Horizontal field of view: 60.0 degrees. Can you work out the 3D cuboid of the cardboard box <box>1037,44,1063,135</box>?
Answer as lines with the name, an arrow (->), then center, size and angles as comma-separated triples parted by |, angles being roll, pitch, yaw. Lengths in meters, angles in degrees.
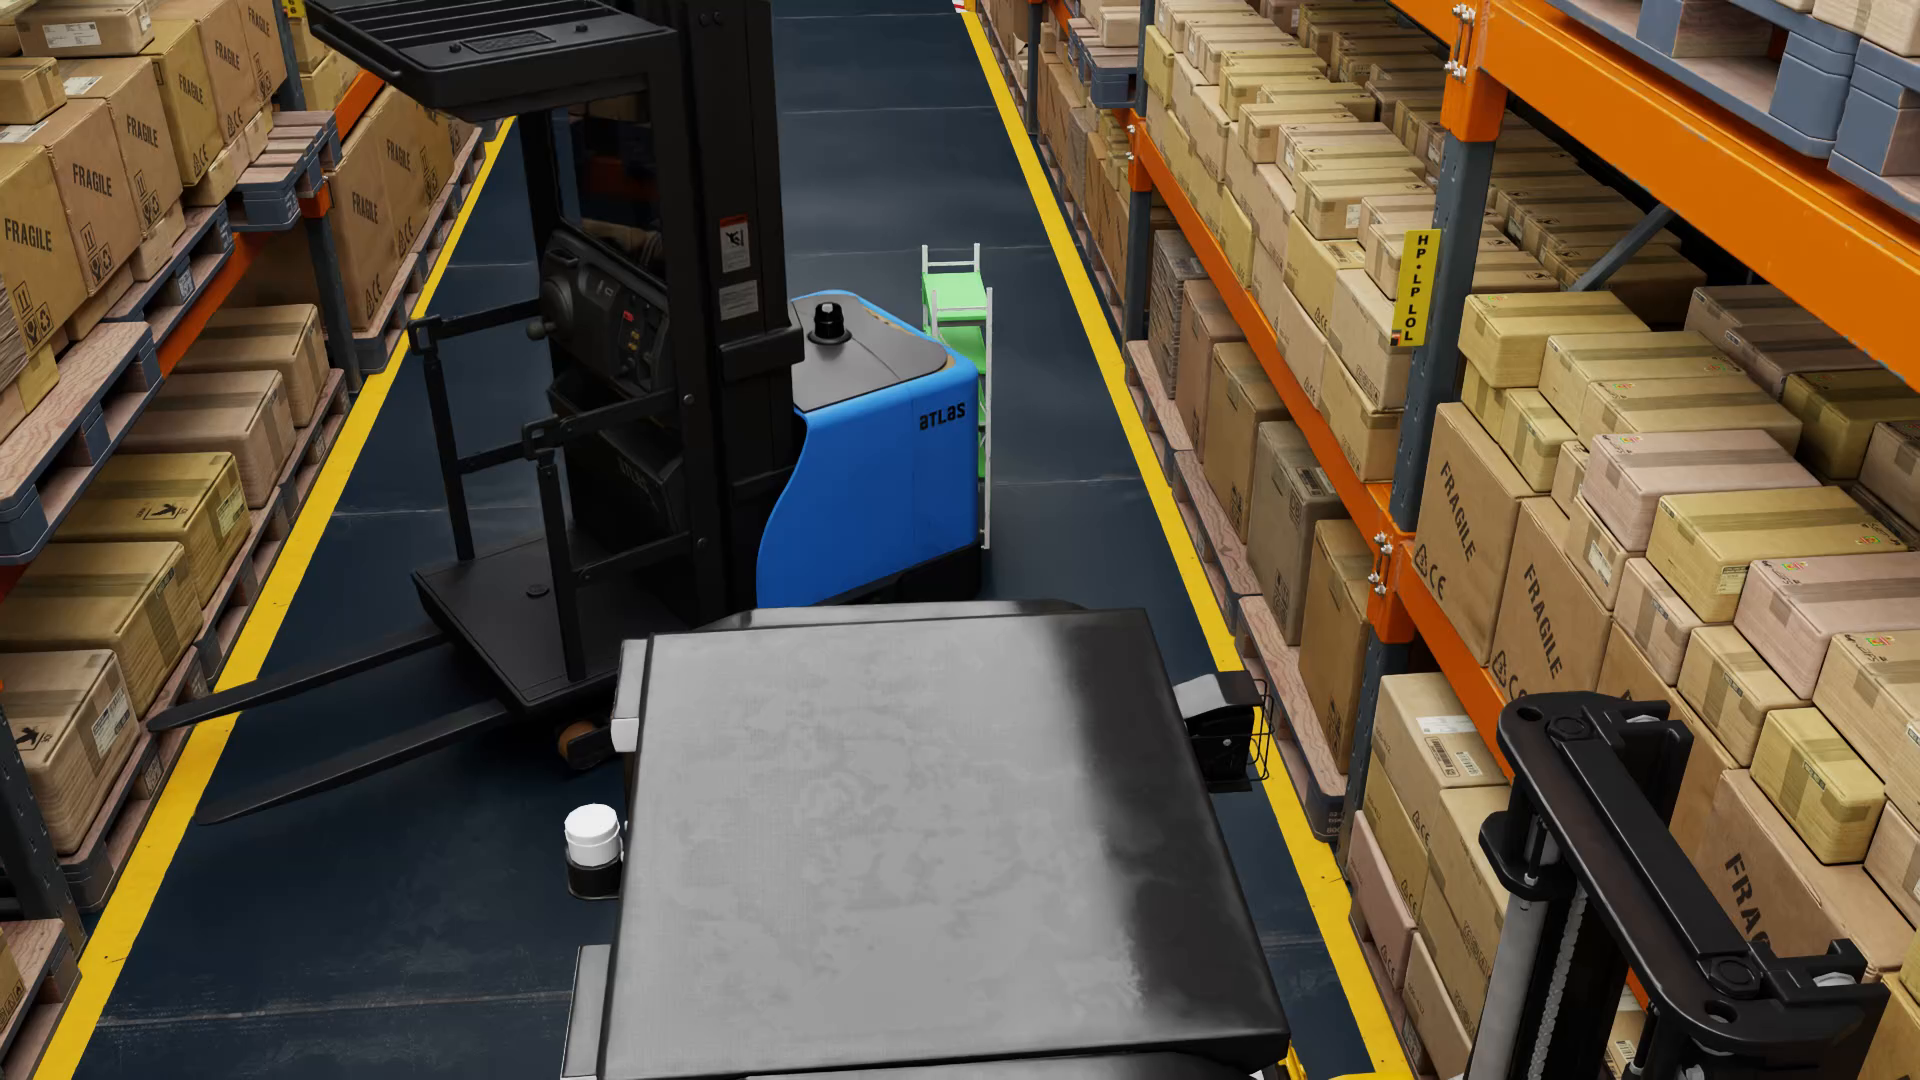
cardboard box -> 0.815, -3.163, 11.649 | 0.500, 0.500, 0.500 | -1, 31, -2

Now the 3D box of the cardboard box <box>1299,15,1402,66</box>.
cardboard box -> 1.698, -2.173, 7.233 | 0.380, 0.149, 0.250 | -3, 31, -5

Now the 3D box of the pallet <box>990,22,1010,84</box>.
pallet -> 0.813, -4.092, 13.895 | 1.003, 0.211, 1.213 | -3, 31, -5

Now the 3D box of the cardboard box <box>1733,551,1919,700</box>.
cardboard box -> 1.675, 0.152, 3.050 | 0.380, 0.149, 0.250 | -3, 31, -5

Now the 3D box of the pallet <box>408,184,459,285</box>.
pallet -> -3.684, -1.862, 10.162 | 1.003, 0.211, 1.213 | -3, 31, -5

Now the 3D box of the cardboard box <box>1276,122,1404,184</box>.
cardboard box -> 1.339, -1.366, 5.881 | 0.380, 0.149, 0.250 | -2, 31, -4

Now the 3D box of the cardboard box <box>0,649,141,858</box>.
cardboard box -> -3.252, 0.690, 5.322 | 0.950, 0.372, 0.625 | -2, 31, -4

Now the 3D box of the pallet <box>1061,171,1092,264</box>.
pallet -> 1.224, -2.079, 10.525 | 1.003, 0.211, 1.213 | -3, 31, -5

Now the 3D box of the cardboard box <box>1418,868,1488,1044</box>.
cardboard box -> 1.528, 1.075, 4.310 | 0.500, 0.250, 0.500 | -3, 31, -5

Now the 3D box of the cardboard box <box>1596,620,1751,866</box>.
cardboard box -> 1.636, 0.490, 3.407 | 0.500, 0.500, 0.500 | -3, 31, -5

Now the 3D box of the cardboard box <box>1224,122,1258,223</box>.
cardboard box -> 1.315, -1.400, 6.328 | 0.500, 0.250, 0.500 | -2, 31, -4

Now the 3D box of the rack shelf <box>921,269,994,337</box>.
rack shelf -> -0.016, -0.957, 6.870 | 0.258, 0.148, 0.480 | -3, 31, -5

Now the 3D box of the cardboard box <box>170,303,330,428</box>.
cardboard box -> -3.532, -0.795, 7.809 | 0.950, 0.372, 0.625 | -5, 31, -8

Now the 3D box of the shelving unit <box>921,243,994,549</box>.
shelving unit -> -0.015, -0.600, 7.084 | 0.258, 1.200, 0.503 | -3, 31, -5

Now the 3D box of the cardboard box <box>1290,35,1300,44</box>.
cardboard box -> 1.686, -2.206, 7.677 | 0.500, 0.250, 0.500 | -2, 31, -3

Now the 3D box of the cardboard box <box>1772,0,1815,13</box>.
cardboard box -> 1.552, -0.997, 2.806 | 0.380, 0.149, 0.250 | -2, 31, -3

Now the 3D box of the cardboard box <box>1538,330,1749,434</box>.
cardboard box -> 1.607, -0.373, 3.930 | 0.380, 0.149, 0.250 | -2, 31, -4

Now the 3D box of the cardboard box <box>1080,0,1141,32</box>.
cardboard box -> 0.946, -2.911, 8.935 | 0.500, 0.250, 0.500 | -4, 31, -7

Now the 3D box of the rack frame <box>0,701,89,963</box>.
rack frame -> -3.201, 0.010, 4.308 | 1.000, 3.000, 0.127 | -3, 31, -5

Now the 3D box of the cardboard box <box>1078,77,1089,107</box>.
cardboard box -> 0.946, -2.840, 10.475 | 0.380, 0.149, 0.250 | -2, 31, -3

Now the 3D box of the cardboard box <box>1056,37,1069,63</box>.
cardboard box -> 0.865, -3.366, 11.356 | 0.380, 0.149, 0.250 | -4, 31, -6

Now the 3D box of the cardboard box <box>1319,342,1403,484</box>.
cardboard box -> 1.433, -0.410, 5.157 | 0.500, 0.250, 0.500 | -2, 31, -3

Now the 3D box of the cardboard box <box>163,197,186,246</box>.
cardboard box -> -3.086, -1.161, 6.104 | 0.380, 0.149, 0.250 | -4, 31, -6

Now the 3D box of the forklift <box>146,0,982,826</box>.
forklift -> -1.402, -0.755, 5.656 | 3.031, 2.935, 1.130 | -21, 37, -31

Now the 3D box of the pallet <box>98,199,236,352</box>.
pallet -> -3.349, -0.941, 6.087 | 1.003, 0.211, 1.213 | -3, 31, -5

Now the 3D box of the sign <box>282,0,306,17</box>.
sign -> -3.035, -2.526, 7.502 | 0.100, 0.325, 0.005 | -3, 31, -5

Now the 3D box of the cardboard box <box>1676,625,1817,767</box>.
cardboard box -> 1.600, 0.279, 3.127 | 0.380, 0.149, 0.250 | -4, 31, -6

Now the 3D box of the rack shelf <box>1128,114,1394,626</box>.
rack shelf -> 1.554, -0.942, 6.603 | 1.077, 0.370, 4.000 | -3, 31, -5

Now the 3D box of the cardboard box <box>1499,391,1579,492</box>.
cardboard box -> 1.534, -0.243, 4.002 | 0.380, 0.149, 0.250 | -2, 31, -3

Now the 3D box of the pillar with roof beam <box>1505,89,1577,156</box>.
pillar with roof beam -> -1.900, -4.019, 5.202 | 9.100, 9.000, 0.400 | -3, 31, -5

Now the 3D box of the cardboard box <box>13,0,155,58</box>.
cardboard box -> -3.141, -1.840, 5.975 | 0.380, 0.149, 0.250 | -4, 31, -7

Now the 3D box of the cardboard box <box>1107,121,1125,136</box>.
cardboard box -> 1.052, -2.309, 9.586 | 0.380, 0.149, 0.250 | -2, 31, -3

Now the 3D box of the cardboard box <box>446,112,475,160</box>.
cardboard box -> -3.811, -3.030, 11.059 | 0.875, 0.875, 0.875 | -2, 31, -3

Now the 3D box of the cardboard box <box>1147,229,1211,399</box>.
cardboard box -> 1.412, -1.113, 8.095 | 0.875, 0.625, 0.625 | -2, 31, -3

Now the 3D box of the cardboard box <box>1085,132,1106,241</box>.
cardboard box -> 1.026, -2.108, 9.881 | 0.500, 0.500, 0.500 | -1, 31, -2

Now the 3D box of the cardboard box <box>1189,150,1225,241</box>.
cardboard box -> 1.262, -1.449, 6.898 | 0.500, 0.250, 0.500 | -4, 31, -6

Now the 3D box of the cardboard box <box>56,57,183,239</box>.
cardboard box -> -3.098, -1.364, 5.812 | 0.500, 0.500, 0.500 | -4, 31, -7

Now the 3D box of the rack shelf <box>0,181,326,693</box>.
rack shelf -> -3.388, -0.702, 6.202 | 1.077, 0.370, 4.000 | -3, 31, -5

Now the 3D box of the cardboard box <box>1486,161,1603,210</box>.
cardboard box -> 1.882, -1.137, 5.499 | 0.380, 0.149, 0.250 | -3, 31, -5

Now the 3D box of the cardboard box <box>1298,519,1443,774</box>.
cardboard box -> 1.681, 0.344, 5.655 | 0.875, 0.625, 0.625 | -1, 31, -2

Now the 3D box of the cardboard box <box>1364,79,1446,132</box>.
cardboard box -> 1.762, -1.654, 6.364 | 0.380, 0.149, 0.250 | -2, 31, -3

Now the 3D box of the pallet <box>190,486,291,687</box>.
pallet -> -3.392, 0.186, 6.733 | 1.003, 0.211, 1.213 | -3, 31, -5

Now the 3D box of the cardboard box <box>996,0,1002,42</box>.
cardboard box -> 0.573, -4.434, 13.775 | 0.500, 0.500, 0.500 | -2, 31, -4

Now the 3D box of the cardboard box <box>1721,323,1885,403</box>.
cardboard box -> 2.054, -0.400, 3.974 | 0.380, 0.149, 0.250 | -4, 31, -6

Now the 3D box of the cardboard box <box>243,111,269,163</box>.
cardboard box -> -3.144, -1.688, 6.987 | 0.380, 0.149, 0.250 | -3, 31, -5

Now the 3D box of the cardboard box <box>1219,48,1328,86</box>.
cardboard box -> 1.270, -1.890, 6.760 | 0.380, 0.149, 0.250 | -2, 31, -4

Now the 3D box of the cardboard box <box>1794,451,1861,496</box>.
cardboard box -> 2.101, -0.138, 3.825 | 0.380, 0.149, 0.250 | -2, 31, -3

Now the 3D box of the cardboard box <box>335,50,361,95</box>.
cardboard box -> -3.435, -2.491, 8.641 | 0.500, 0.250, 0.500 | -4, 31, -6

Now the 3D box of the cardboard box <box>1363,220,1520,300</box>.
cardboard box -> 1.446, -0.846, 5.011 | 0.380, 0.149, 0.250 | -3, 31, -5

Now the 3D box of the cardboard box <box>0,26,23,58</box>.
cardboard box -> -3.651, -1.606, 6.216 | 0.500, 0.500, 0.500 | -2, 31, -4

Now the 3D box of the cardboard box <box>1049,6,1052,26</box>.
cardboard box -> 0.822, -3.634, 11.515 | 0.380, 0.149, 0.250 | -3, 31, -5

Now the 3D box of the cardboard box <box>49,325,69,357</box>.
cardboard box -> -3.055, -0.629, 5.213 | 0.380, 0.149, 0.250 | -1, 31, -1

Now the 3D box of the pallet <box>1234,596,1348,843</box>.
pallet -> 1.633, 0.593, 6.051 | 1.003, 0.211, 1.213 | -3, 31, -5

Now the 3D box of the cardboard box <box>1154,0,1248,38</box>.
cardboard box -> 1.104, -2.416, 7.640 | 0.380, 0.149, 0.250 | -2, 31, -3
